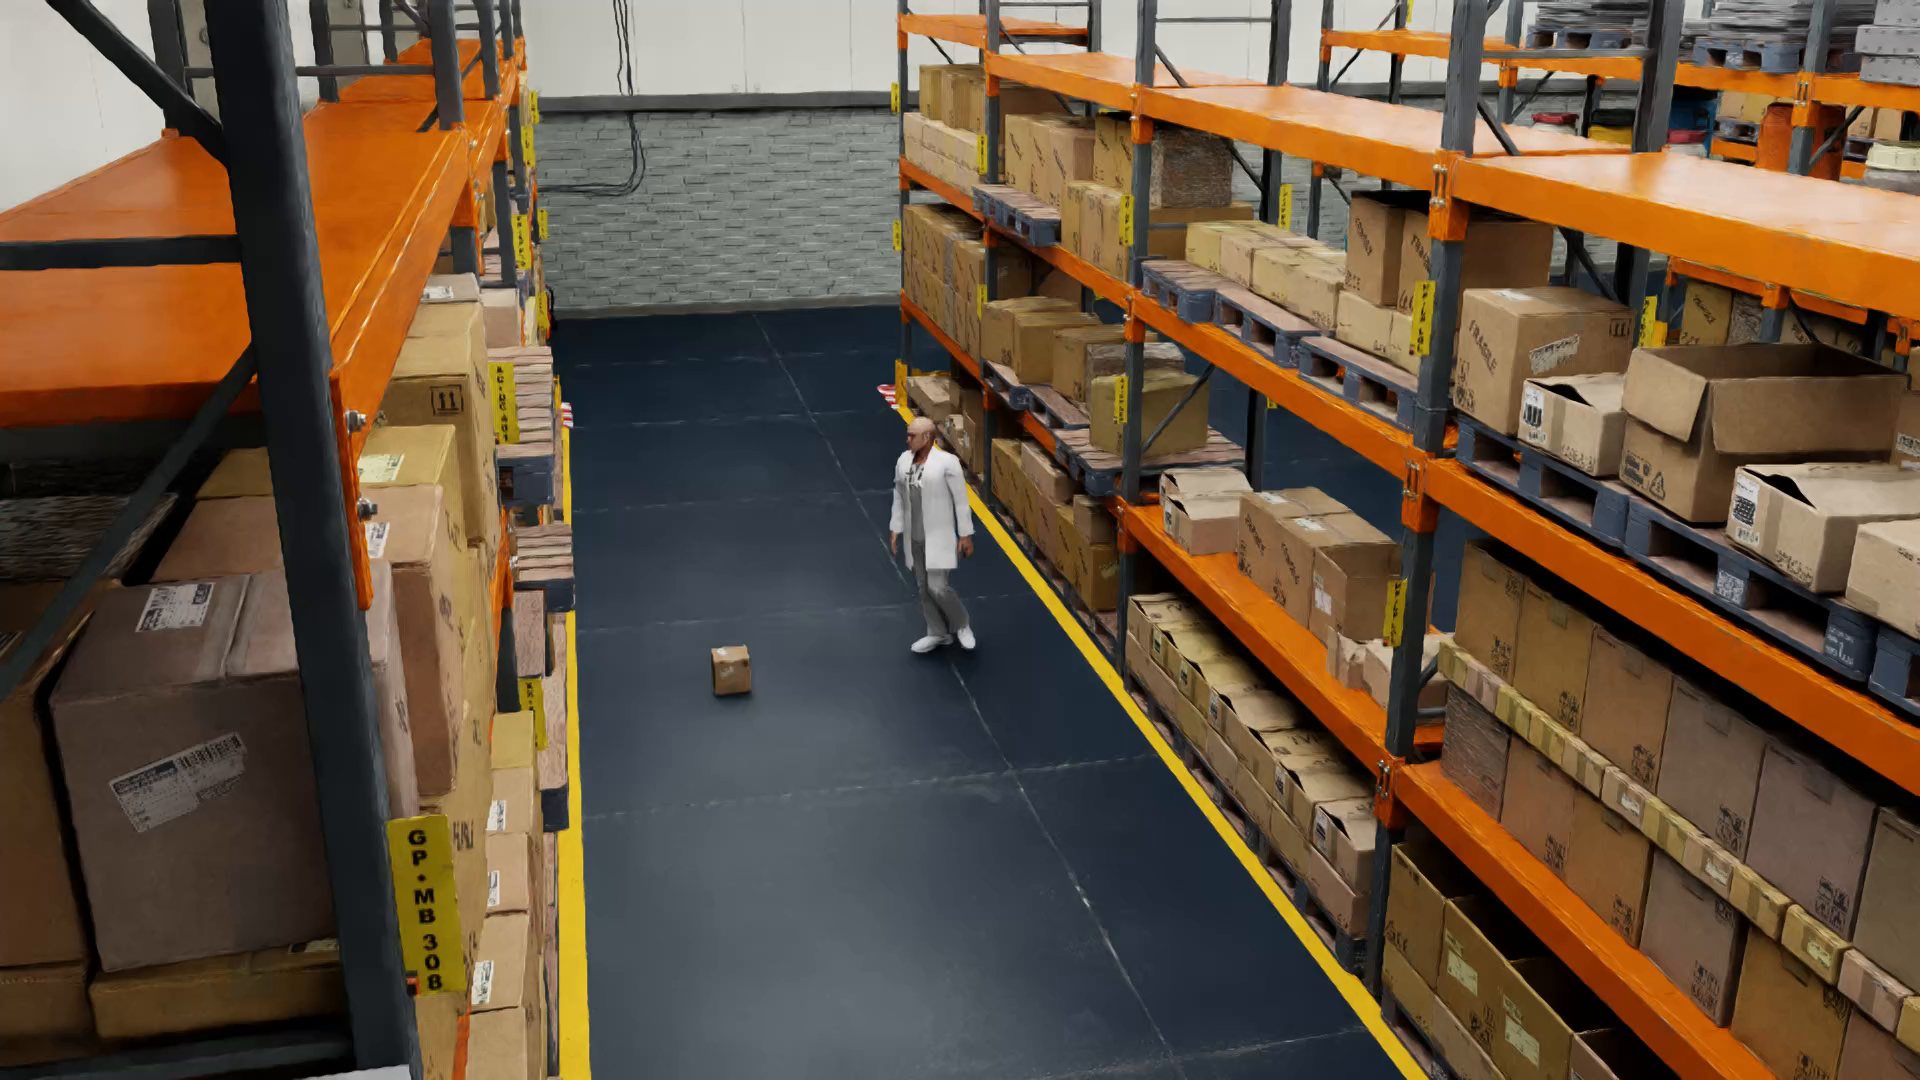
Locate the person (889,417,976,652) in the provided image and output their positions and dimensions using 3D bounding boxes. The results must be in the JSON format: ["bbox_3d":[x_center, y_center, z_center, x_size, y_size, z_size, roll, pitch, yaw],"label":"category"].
[{"bbox_3d":[-0.201,0.062,12.176,0.704,1.576,0.505,14,23,34],"label":"person"}]
